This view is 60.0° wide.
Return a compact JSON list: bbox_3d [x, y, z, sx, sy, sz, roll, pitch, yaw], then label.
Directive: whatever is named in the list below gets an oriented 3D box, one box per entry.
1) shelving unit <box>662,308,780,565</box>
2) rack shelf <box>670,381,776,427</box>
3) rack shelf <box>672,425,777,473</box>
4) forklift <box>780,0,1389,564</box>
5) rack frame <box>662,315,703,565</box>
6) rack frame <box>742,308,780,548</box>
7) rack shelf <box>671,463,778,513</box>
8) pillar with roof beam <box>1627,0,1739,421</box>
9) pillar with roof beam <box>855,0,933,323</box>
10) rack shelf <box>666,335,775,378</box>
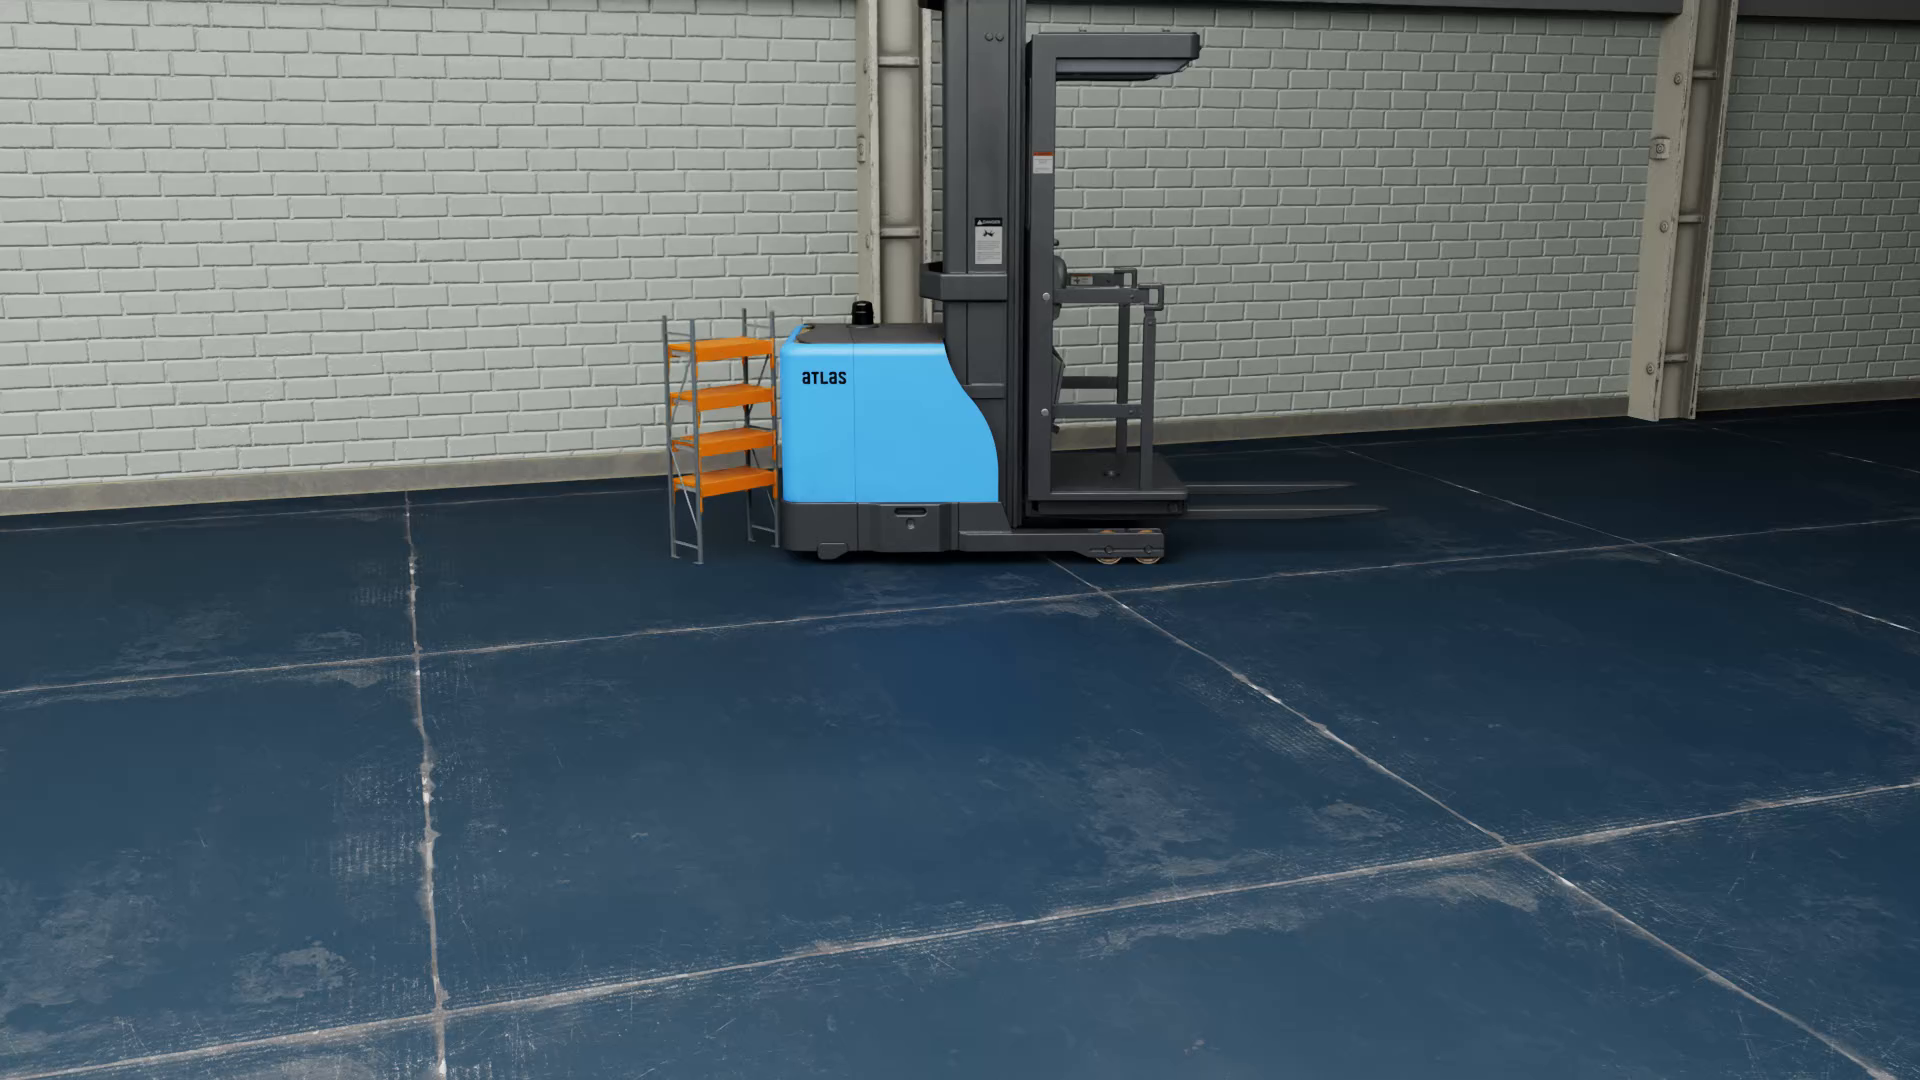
[{"bbox_3d":[-1.176,-0.521,8.239,0.258,1.200,0.503,13,18,42],"label":"shelving unit"},{"bbox_3d":[-1.176,-0.673,8.202,0.258,0.148,0.480,13,18,42],"label":"rack shelf"},{"bbox_3d":[-1.176,-0.456,8.255,0.258,0.148,0.480,13,18,42],"label":"rack shelf"},{"bbox_3d":[0.626,-1.430,8.319,3.031,2.935,1.130,0,13,-1],"label":"forklift"},{"bbox_3d":[-1.345,-0.480,8.068,0.240,1.200,0.015,13,18,42],"label":"rack frame"},{"bbox_3d":[-1.006,-0.562,8.410,0.240,1.200,0.015,13,18,42],"label":"rack frame"},{"bbox_3d":[-1.176,-0.263,8.301,0.258,0.148,0.480,13,18,42],"label":"rack shelf"},{"bbox_3d":[6.656,-4.363,7.539,0.400,9.000,9.100,-4,14,-18],"label":"pillar with roof beam"},{"bbox_3d":[0.970,-3.920,5.677,0.400,9.000,9.100,-4,14,-18],"label":"pillar with roof beam"},{"bbox_3d":[-1.175,-0.903,8.147,0.258,0.148,0.480,13,18,42],"label":"rack shelf"}]
